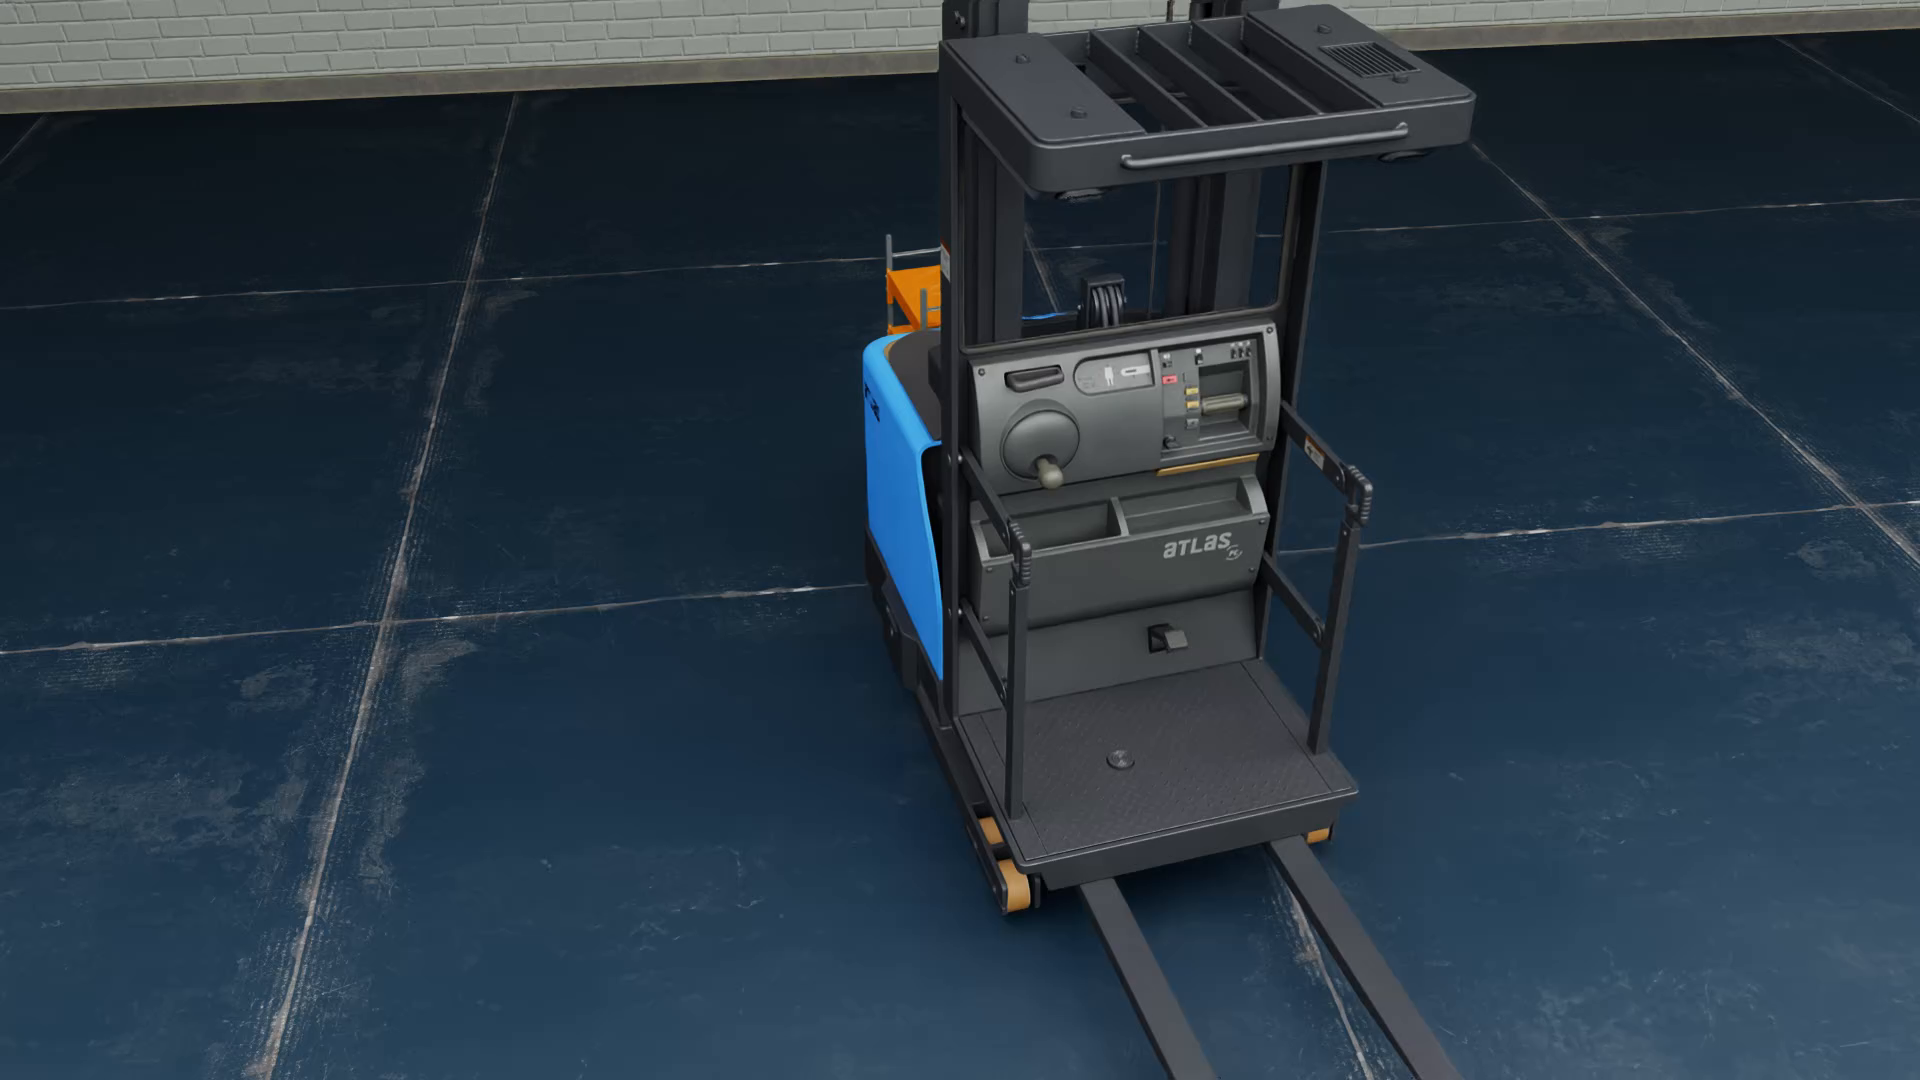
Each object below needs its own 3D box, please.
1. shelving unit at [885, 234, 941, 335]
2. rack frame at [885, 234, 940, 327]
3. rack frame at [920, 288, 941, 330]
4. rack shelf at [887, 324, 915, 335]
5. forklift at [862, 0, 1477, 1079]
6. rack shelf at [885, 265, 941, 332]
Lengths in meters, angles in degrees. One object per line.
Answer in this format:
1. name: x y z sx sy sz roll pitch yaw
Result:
1. shelving unit: -0.096 -0.548 6.489 0.258 1.200 0.503 -10 35 -14
2. rack frame: -0.167 -0.680 6.682 0.240 1.200 0.015 -10 35 -14
3. rack frame: -0.025 -0.417 6.296 0.240 1.200 0.015 -10 35 -14
4. rack shelf: -0.096 -0.678 6.401 0.258 0.148 0.480 -10 35 -14
5. forklift: 0.553 -0.327 4.627 1.130 2.935 3.031 -10 35 -14
6. rack shelf: -0.096 -0.873 6.268 0.258 0.148 0.480 -10 35 -14
